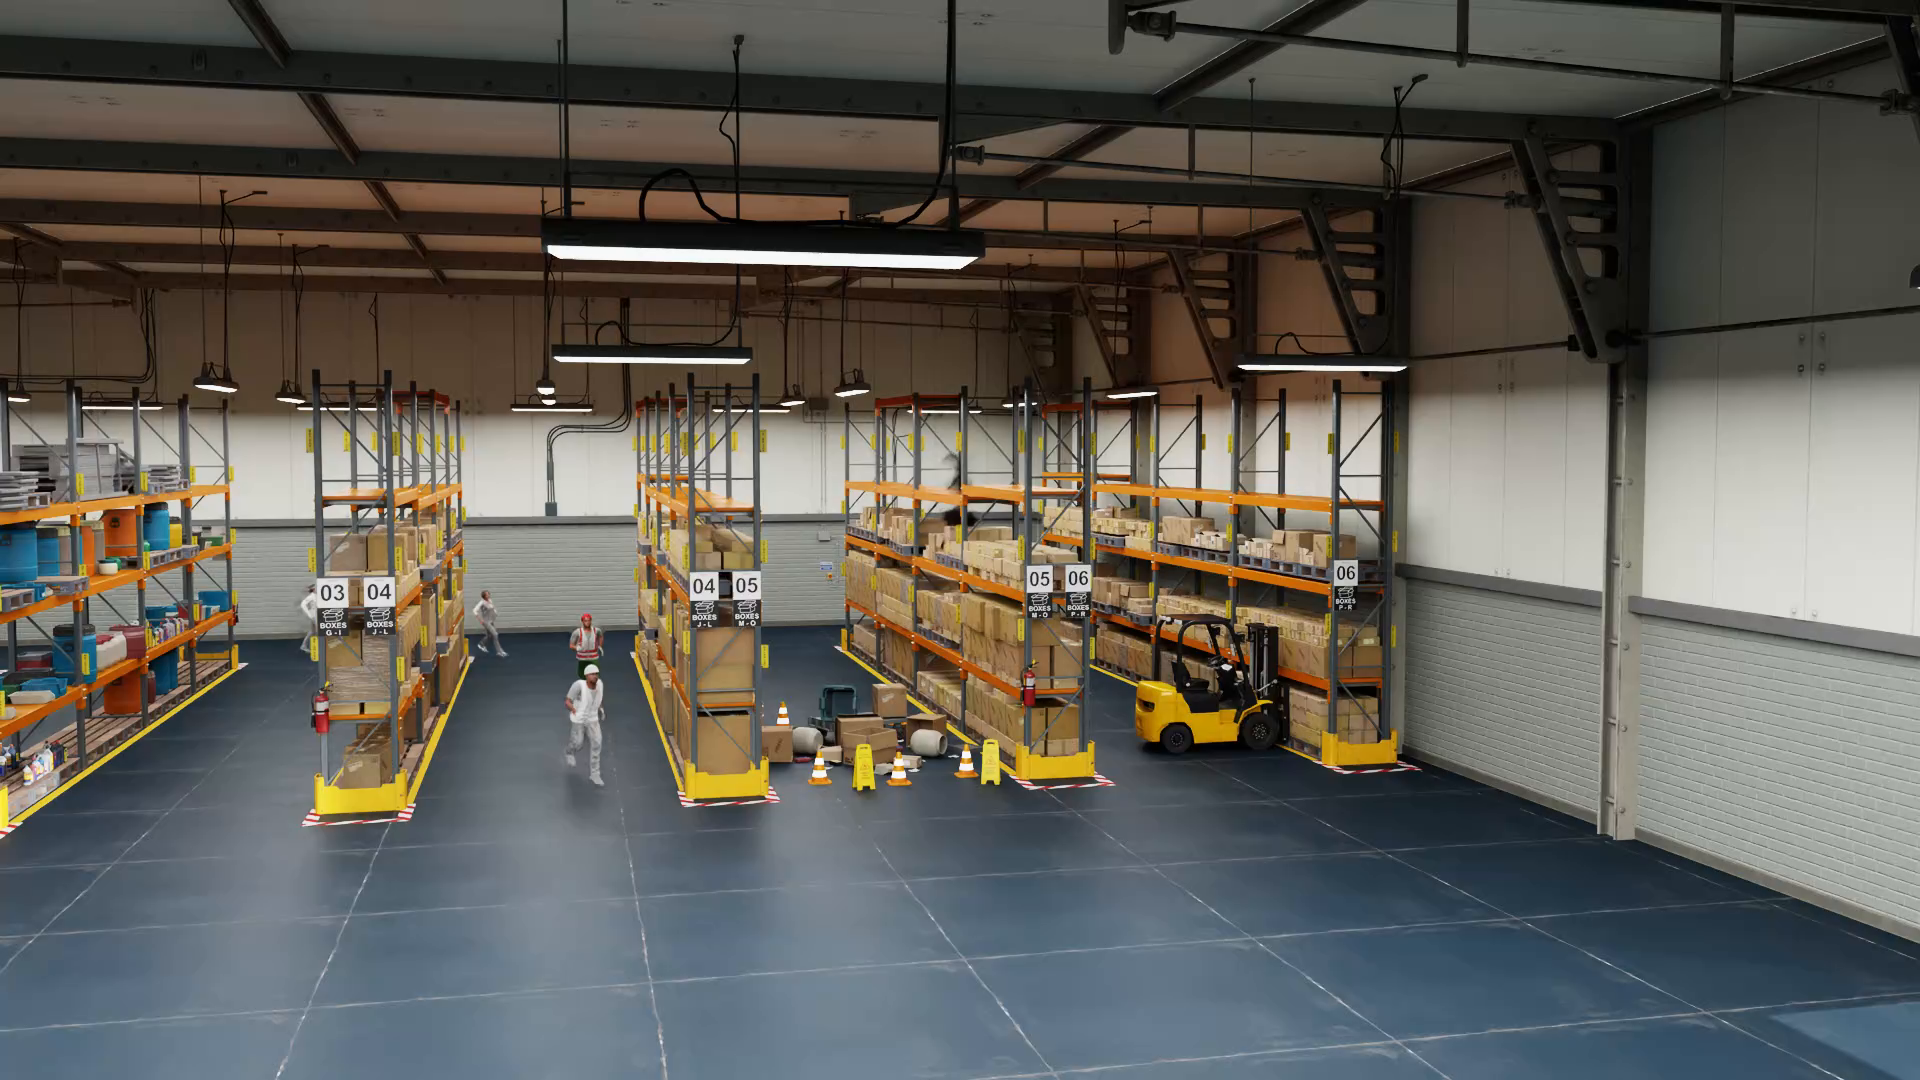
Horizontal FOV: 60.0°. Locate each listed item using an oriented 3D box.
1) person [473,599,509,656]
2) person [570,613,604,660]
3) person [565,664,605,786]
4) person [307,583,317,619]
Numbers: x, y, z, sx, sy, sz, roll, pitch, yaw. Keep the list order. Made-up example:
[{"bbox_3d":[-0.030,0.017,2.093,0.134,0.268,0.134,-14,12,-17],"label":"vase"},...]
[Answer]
[{"bbox_3d":[-11.077,2.058,39.061,0.875,1.352,0.607,1,4,20],"label":"person"},{"bbox_3d":[-7.065,1.813,31.504,0.654,0.863,0.485,-1,3,-18],"label":"person"},{"bbox_3d":[-5.586,2.707,24.718,0.681,1.769,1.099,-3,4,-39],"label":"person"},{"bbox_3d":[-15.200,1.434,39.434,0.531,0.856,0.464,0,3,-8],"label":"person"}]
